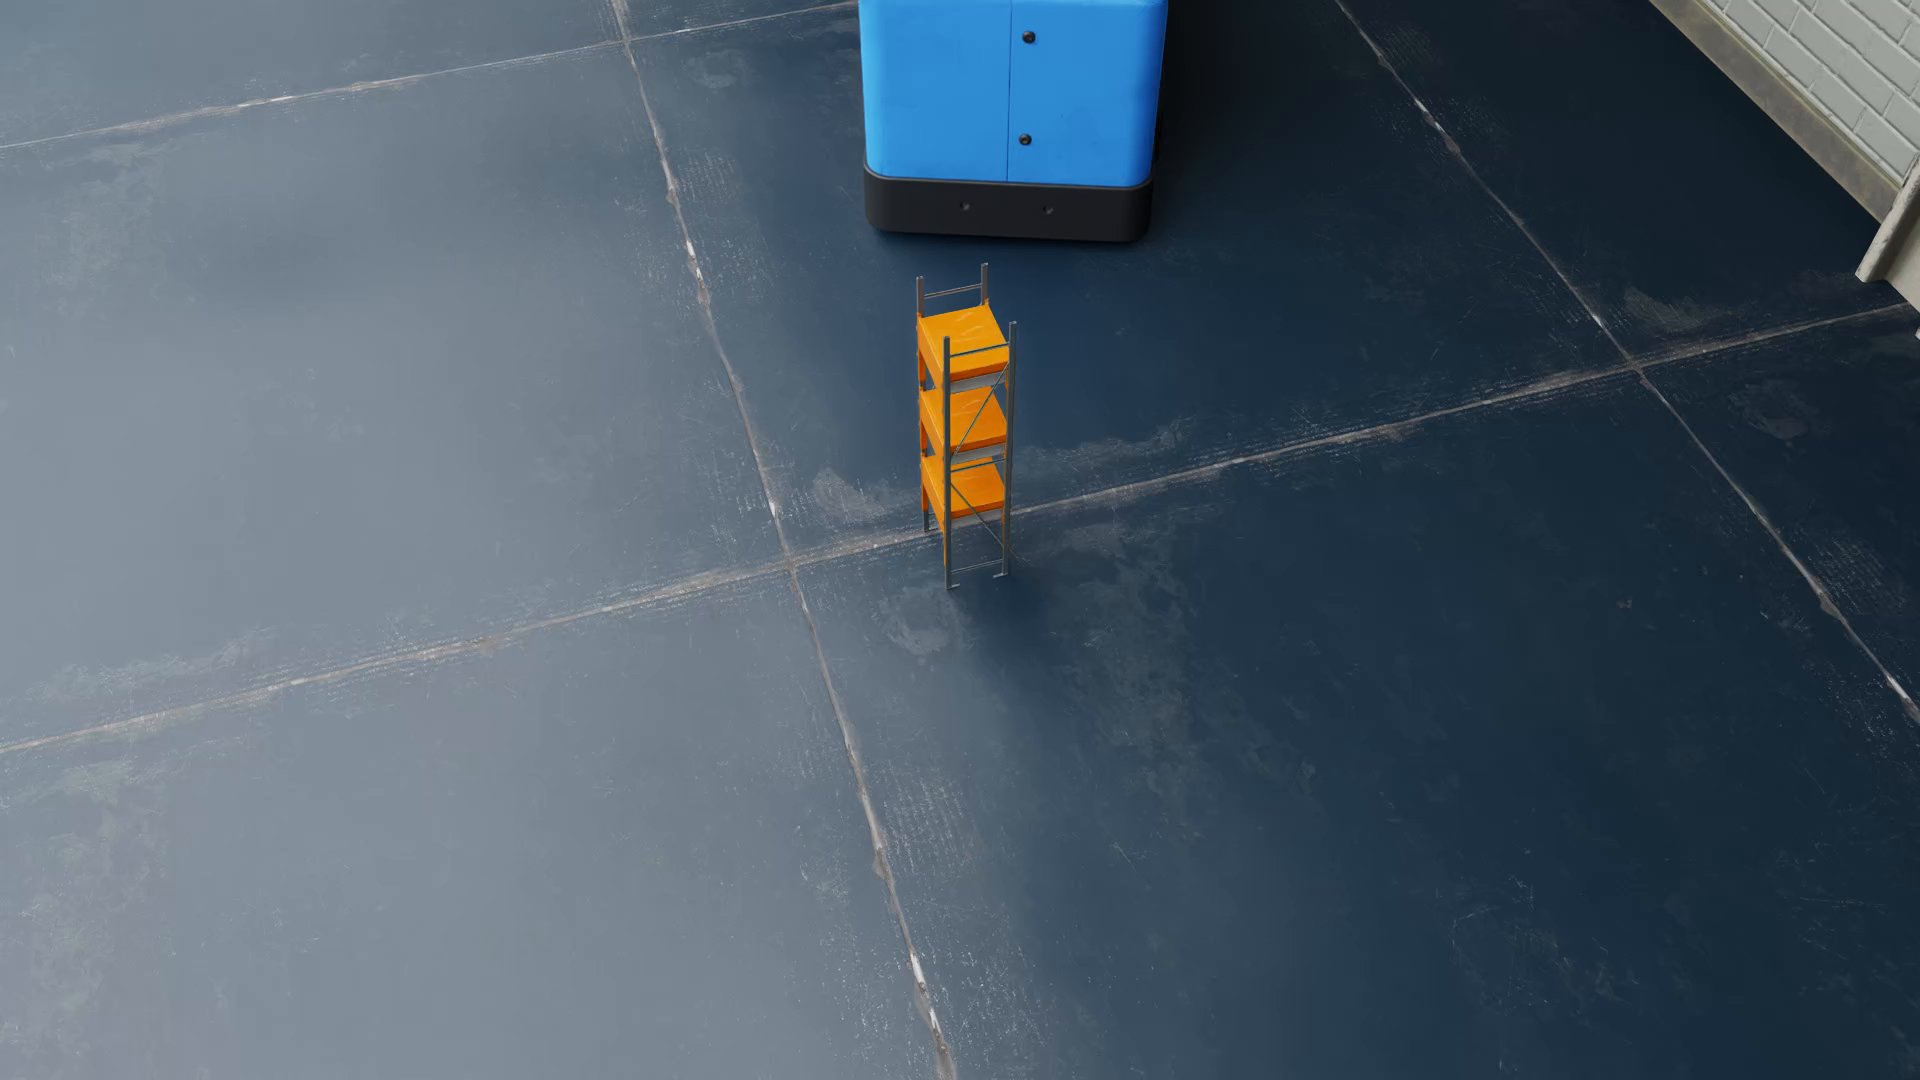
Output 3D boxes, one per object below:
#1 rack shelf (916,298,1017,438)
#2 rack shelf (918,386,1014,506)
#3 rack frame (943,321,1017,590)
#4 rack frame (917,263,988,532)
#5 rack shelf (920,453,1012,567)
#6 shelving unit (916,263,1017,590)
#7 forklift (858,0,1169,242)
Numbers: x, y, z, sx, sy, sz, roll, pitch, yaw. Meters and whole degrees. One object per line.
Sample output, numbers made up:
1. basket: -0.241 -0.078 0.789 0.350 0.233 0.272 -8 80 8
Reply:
1. rack shelf: 0.016 -0.475 4.607 0.215 0.259 0.240 -13 51 -11
2. rack shelf: 0.016 -0.292 4.824 0.215 0.259 0.240 -13 51 -11
3. rack frame: 0.052 -0.210 4.741 0.200 1.050 0.008 -13 51 -11
4. rack frame: -0.020 -0.388 4.891 0.200 1.050 0.008 -13 51 -11
5. rack shelf: 0.016 -0.113 5.036 0.215 0.259 0.240 -13 51 -11
6. shelving unit: 0.016 -0.299 4.816 0.215 1.050 0.252 -13 51 -11
7. forklift: 0.273 -3.163 5.999 1.130 2.935 3.031 3 50 3
